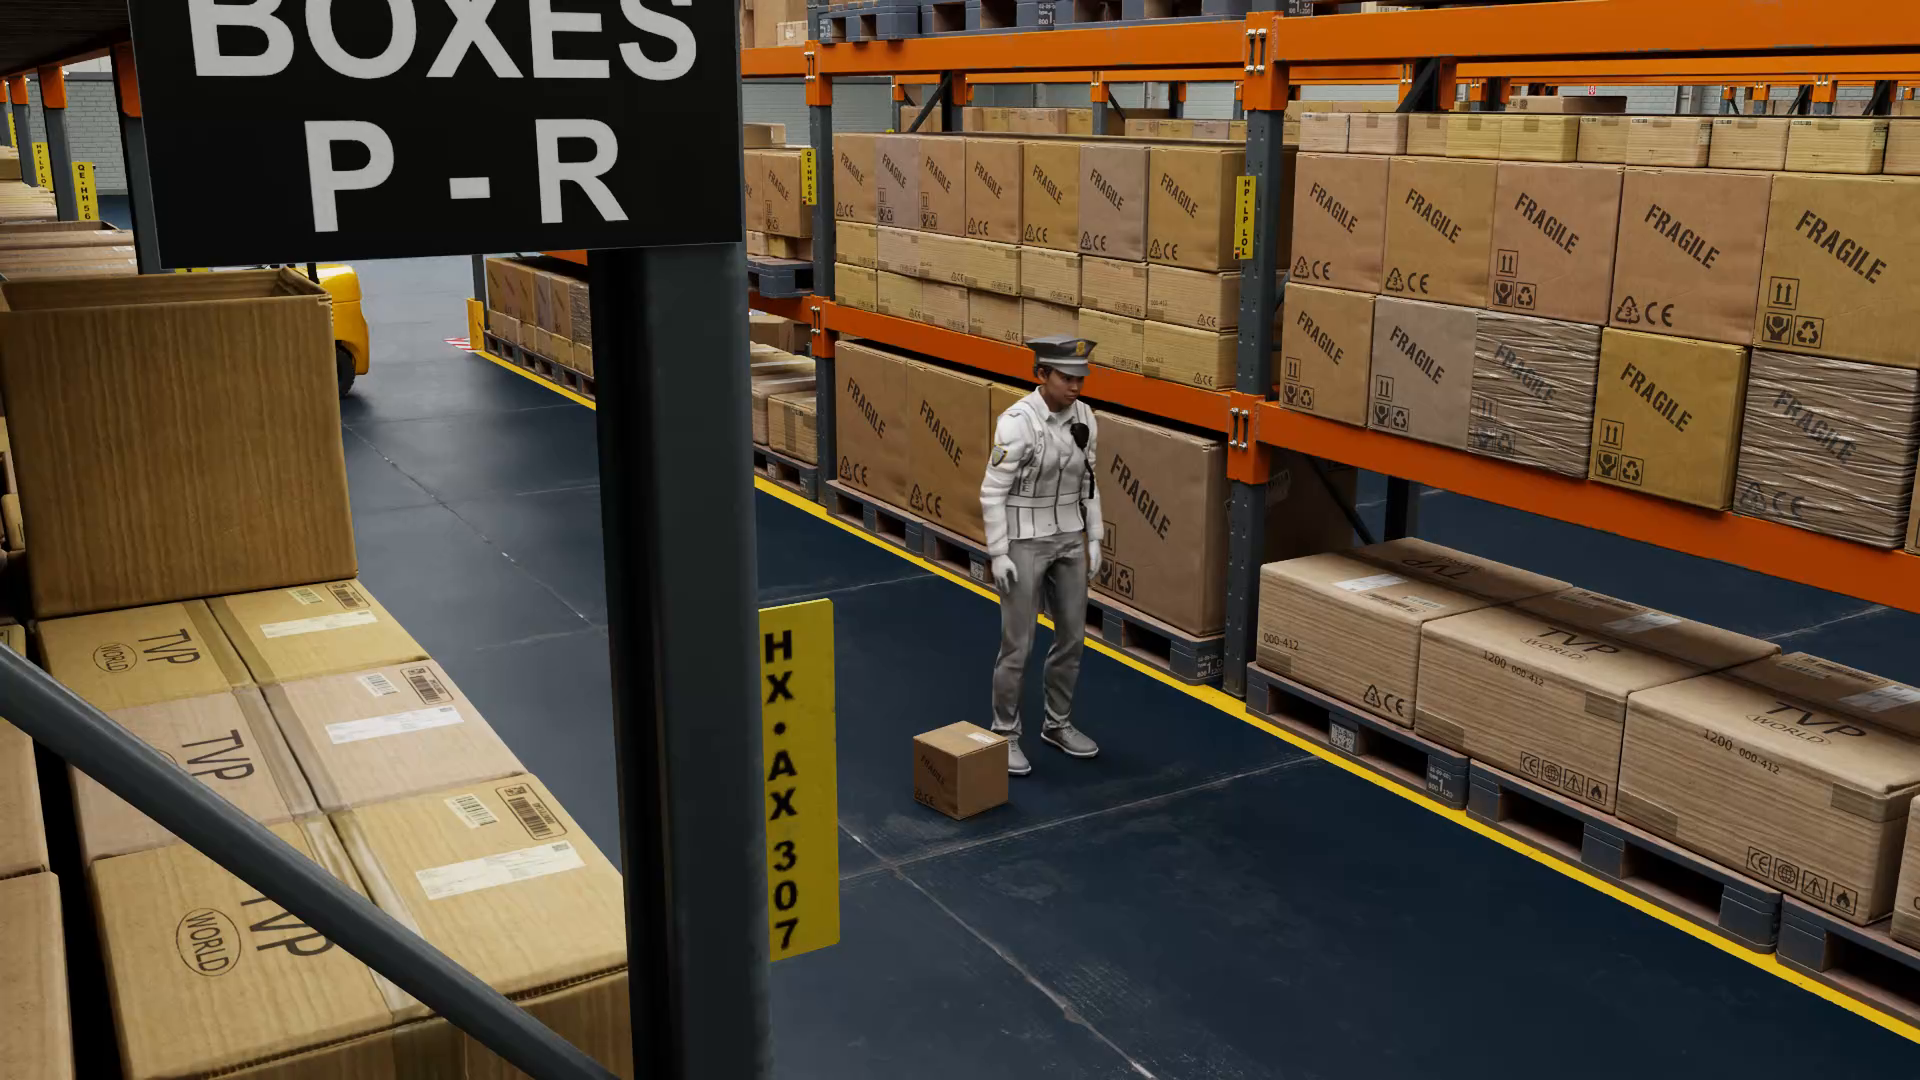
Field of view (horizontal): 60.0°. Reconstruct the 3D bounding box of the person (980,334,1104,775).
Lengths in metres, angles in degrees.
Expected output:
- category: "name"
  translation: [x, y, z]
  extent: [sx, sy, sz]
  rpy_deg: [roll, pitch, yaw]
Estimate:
- category: "person"
  translation: [0.334, 0.040, 6.361]
  extent: [0.526, 1.663, 0.343]
  rpy_deg: [-9, 18, -31]
